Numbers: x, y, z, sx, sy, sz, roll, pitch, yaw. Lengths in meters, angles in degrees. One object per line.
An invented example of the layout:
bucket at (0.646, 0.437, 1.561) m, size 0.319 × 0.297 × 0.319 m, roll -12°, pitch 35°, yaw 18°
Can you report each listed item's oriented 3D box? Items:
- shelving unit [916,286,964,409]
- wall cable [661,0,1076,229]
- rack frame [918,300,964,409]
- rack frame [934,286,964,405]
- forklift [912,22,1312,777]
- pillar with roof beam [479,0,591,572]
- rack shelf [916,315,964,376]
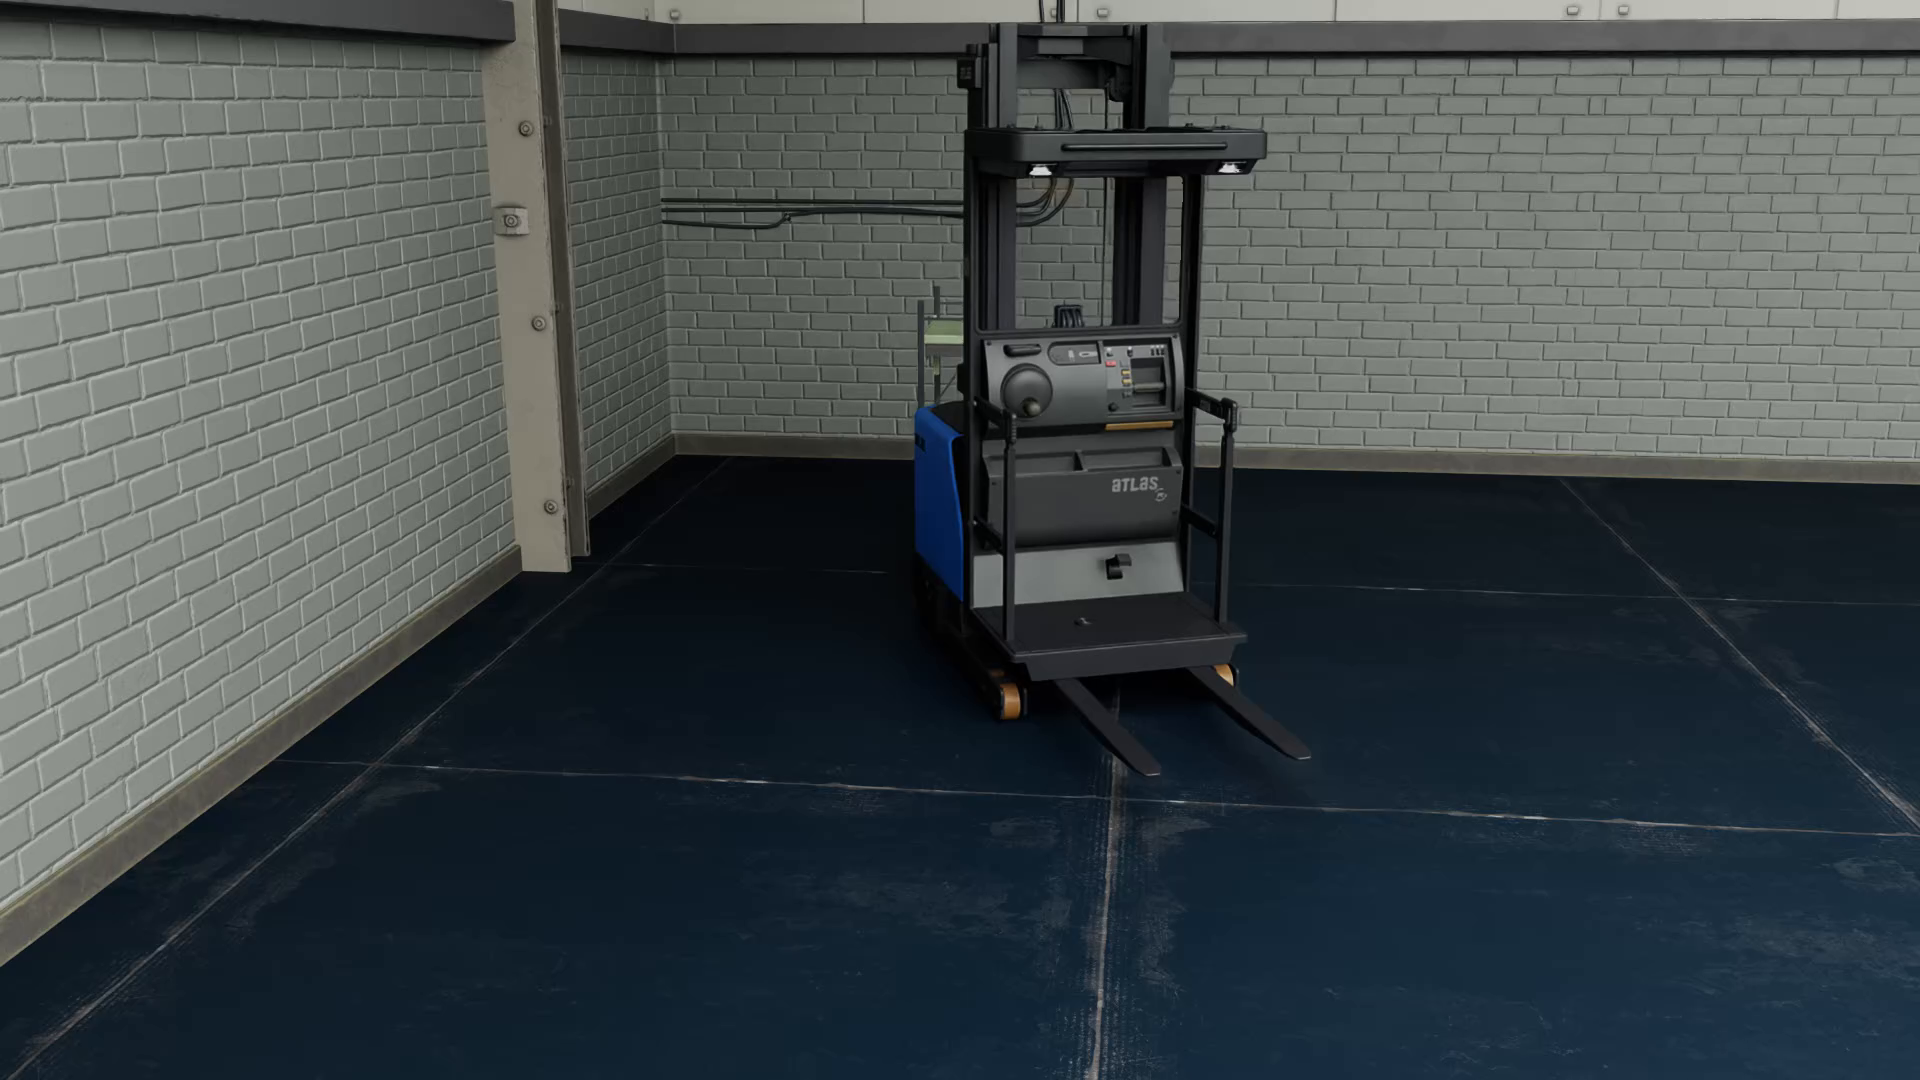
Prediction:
shelving unit at (0.001, -0.726, 9.973) m, size 0.431 × 1.500 × 0.755 m, roll 2°, pitch 15°, yaw 6°
wall cable at (-0.717, -3.442, 11.601) m, size 3.097 × 2.526 × 0.112 m, roll 2°, pitch 15°, yaw 6°
rack frame at (-0.041, -0.631, 9.622) m, size 0.400 × 1.500 × 0.023 m, roll 2°, pitch 15°, yaw 6°
rack frame at (0.042, -0.821, 10.324) m, size 0.400 × 1.500 × 0.023 m, roll 2°, pitch 15°, yaw 6°
forklift at (0.618, -0.738, 7.278) m, size 1.130 × 2.935 × 3.031 m, roll -4°, pitch 16°, yaw -14°
pillar with roof beam at (1.914, -4.089, 8.046) m, size 9.100 × 9.000 × 0.400 m, roll 2°, pitch 15°, yaw 6°
rack shelf at (0.001, -1.102, 9.871) m, size 0.431 × 0.370 × 0.720 m, roll 2°, pitch 15°, yaw 6°
